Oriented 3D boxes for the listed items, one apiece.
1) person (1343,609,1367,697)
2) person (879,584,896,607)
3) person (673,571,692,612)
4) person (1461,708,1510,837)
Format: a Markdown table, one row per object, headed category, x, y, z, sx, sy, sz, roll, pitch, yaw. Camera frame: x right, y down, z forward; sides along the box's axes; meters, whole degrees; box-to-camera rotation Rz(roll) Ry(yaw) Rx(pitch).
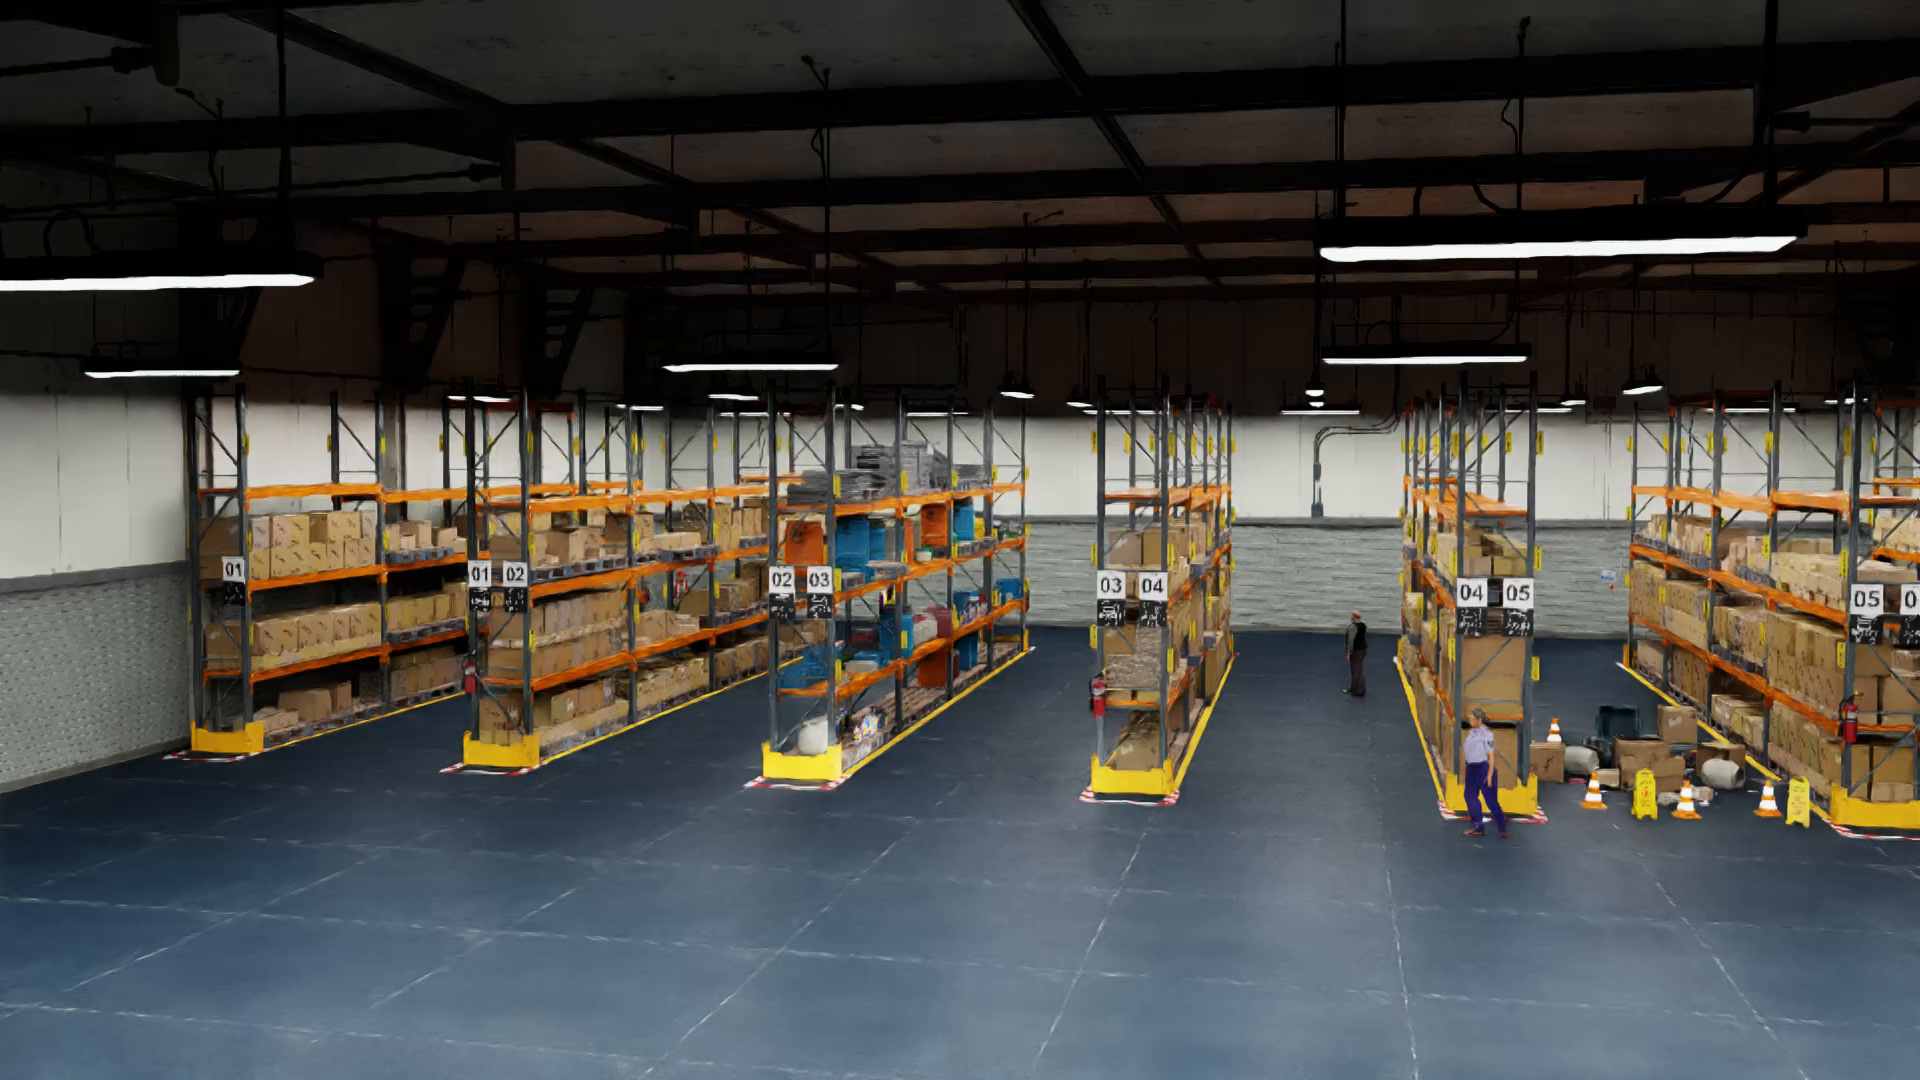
| category | x | y | z | sx | sy | sz | roll | pitch | yaw |
| --- | --- | --- | --- | --- | --- | --- | --- | --- | --- |
| person | 7.865 | 2.235 | 33.116 | 0.583 | 1.718 | 0.630 | 2 | 4 | 33 |
| person | -1.729 | 1.804 | 40.987 | 0.577 | 1.691 | 1.121 | 1 | 3 | 14 |
| person | -7.269 | 1.651 | 43.433 | 0.678 | 1.725 | 0.789 | 0 | 3 | -8 |
| person | 6.743 | 2.974 | 21.300 | 0.530 | 1.636 | 0.594 | -1 | 3 | -14 |
